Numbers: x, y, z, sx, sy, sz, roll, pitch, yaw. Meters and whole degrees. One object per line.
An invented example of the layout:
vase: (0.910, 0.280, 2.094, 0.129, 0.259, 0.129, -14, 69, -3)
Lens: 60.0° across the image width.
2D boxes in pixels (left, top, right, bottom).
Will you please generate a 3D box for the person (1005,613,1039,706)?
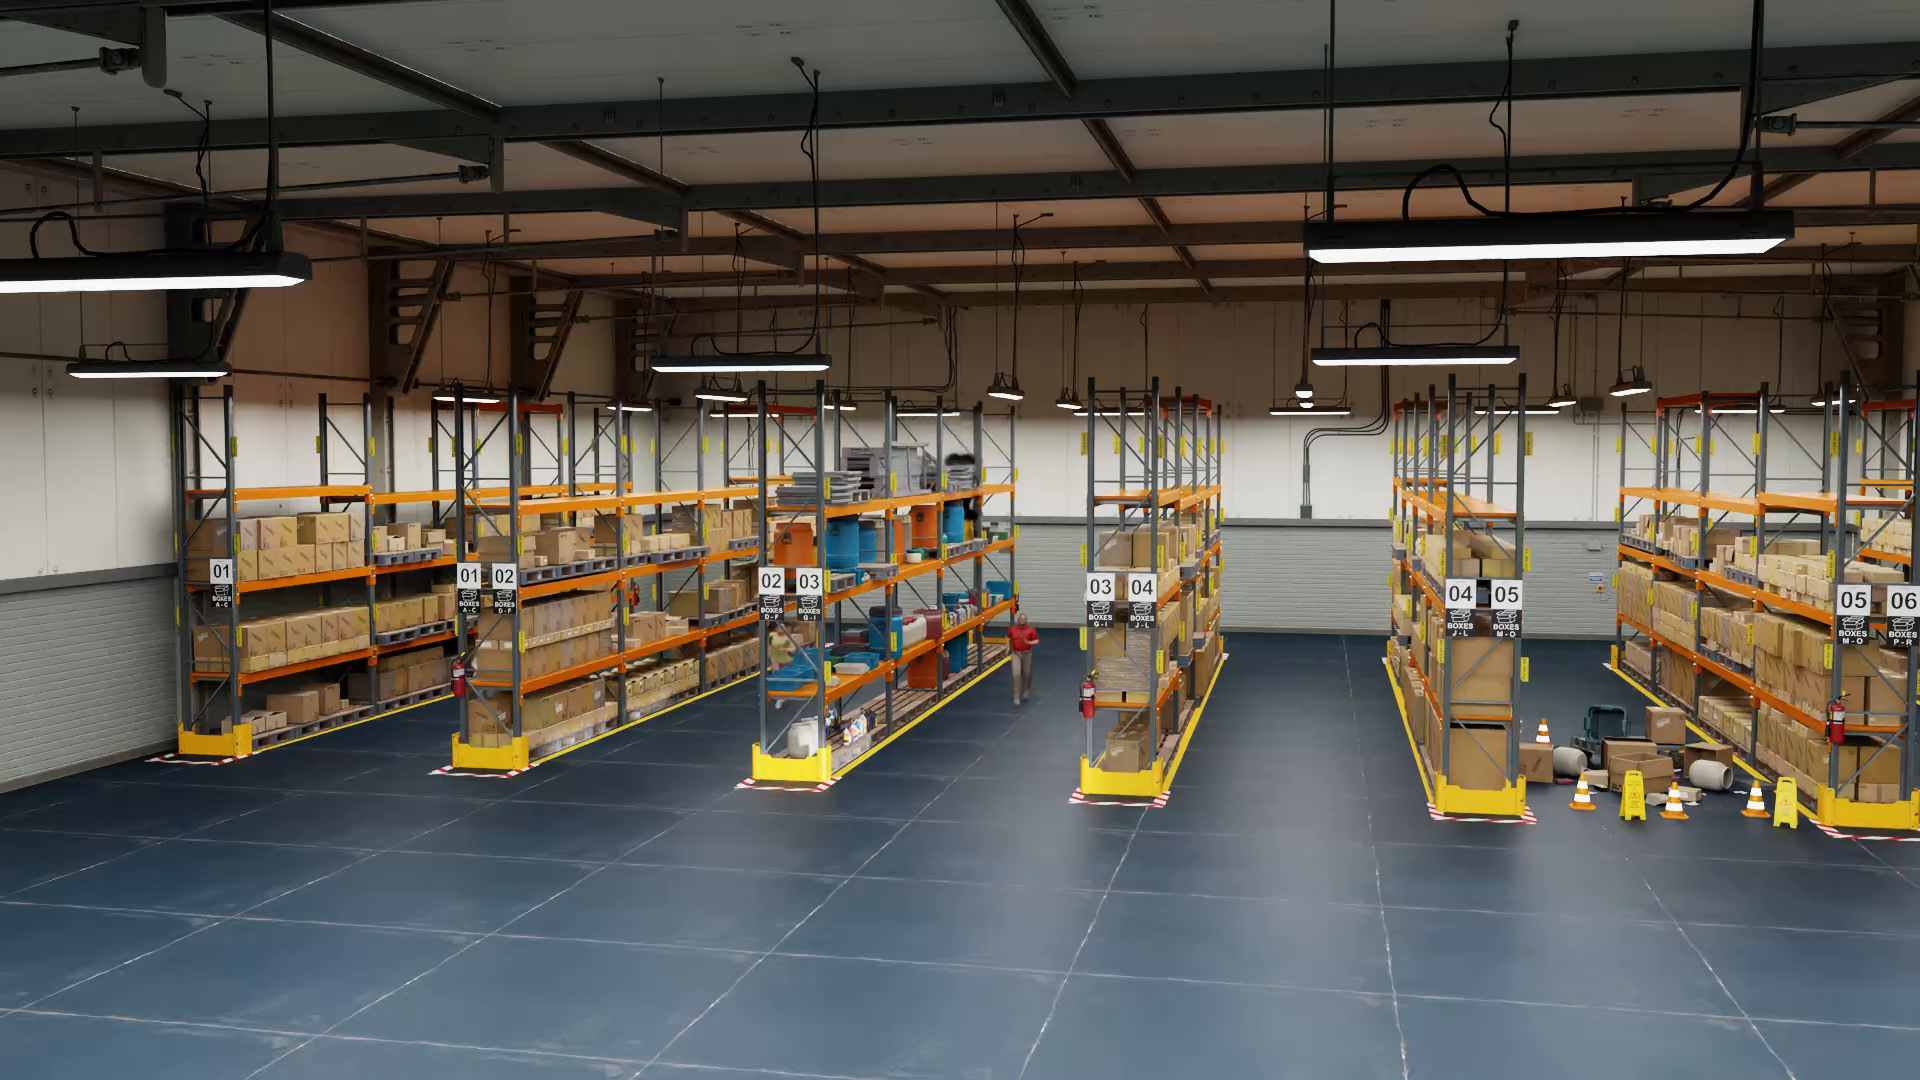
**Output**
person: (1.211, 2.305, 32.471, 0.656, 1.744, 0.954, 0, 3, 2)

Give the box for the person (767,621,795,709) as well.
person: (-3.456, 2.381, 32.043, 0.599, 1.691, 0.816, 0, 3, 2)

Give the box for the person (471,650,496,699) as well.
person: (-8.526, 2.506, 29.947, 0.618, 1.684, 0.739, 0, 3, 2)
